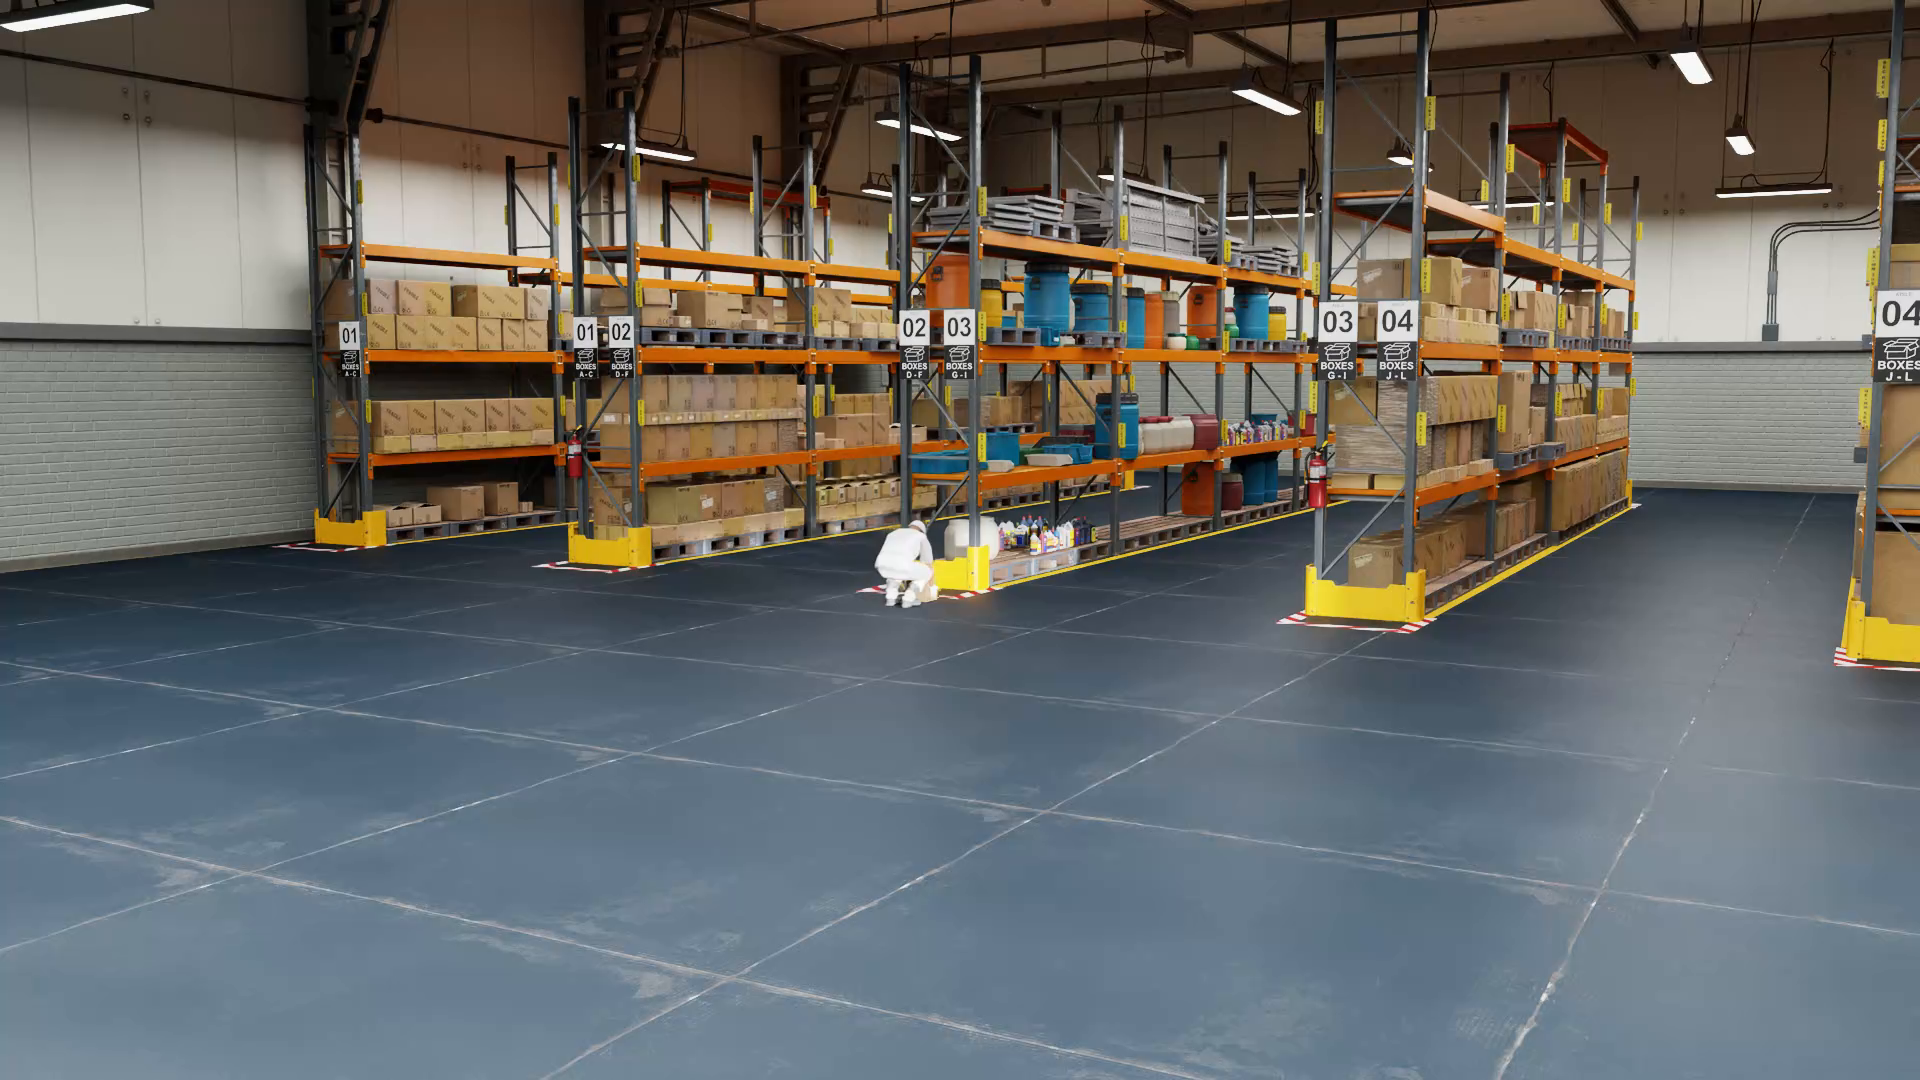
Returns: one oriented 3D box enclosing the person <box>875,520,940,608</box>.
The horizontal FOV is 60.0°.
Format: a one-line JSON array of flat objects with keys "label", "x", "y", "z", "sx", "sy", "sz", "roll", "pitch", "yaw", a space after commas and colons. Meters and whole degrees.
[{"label": "person", "x": -0.592, "y": 0.255, "z": 17.942, "sx": 0.567, "sy": 0.883, "sz": 0.888, "roll": 3, "pitch": 7, "yaw": 29}]
